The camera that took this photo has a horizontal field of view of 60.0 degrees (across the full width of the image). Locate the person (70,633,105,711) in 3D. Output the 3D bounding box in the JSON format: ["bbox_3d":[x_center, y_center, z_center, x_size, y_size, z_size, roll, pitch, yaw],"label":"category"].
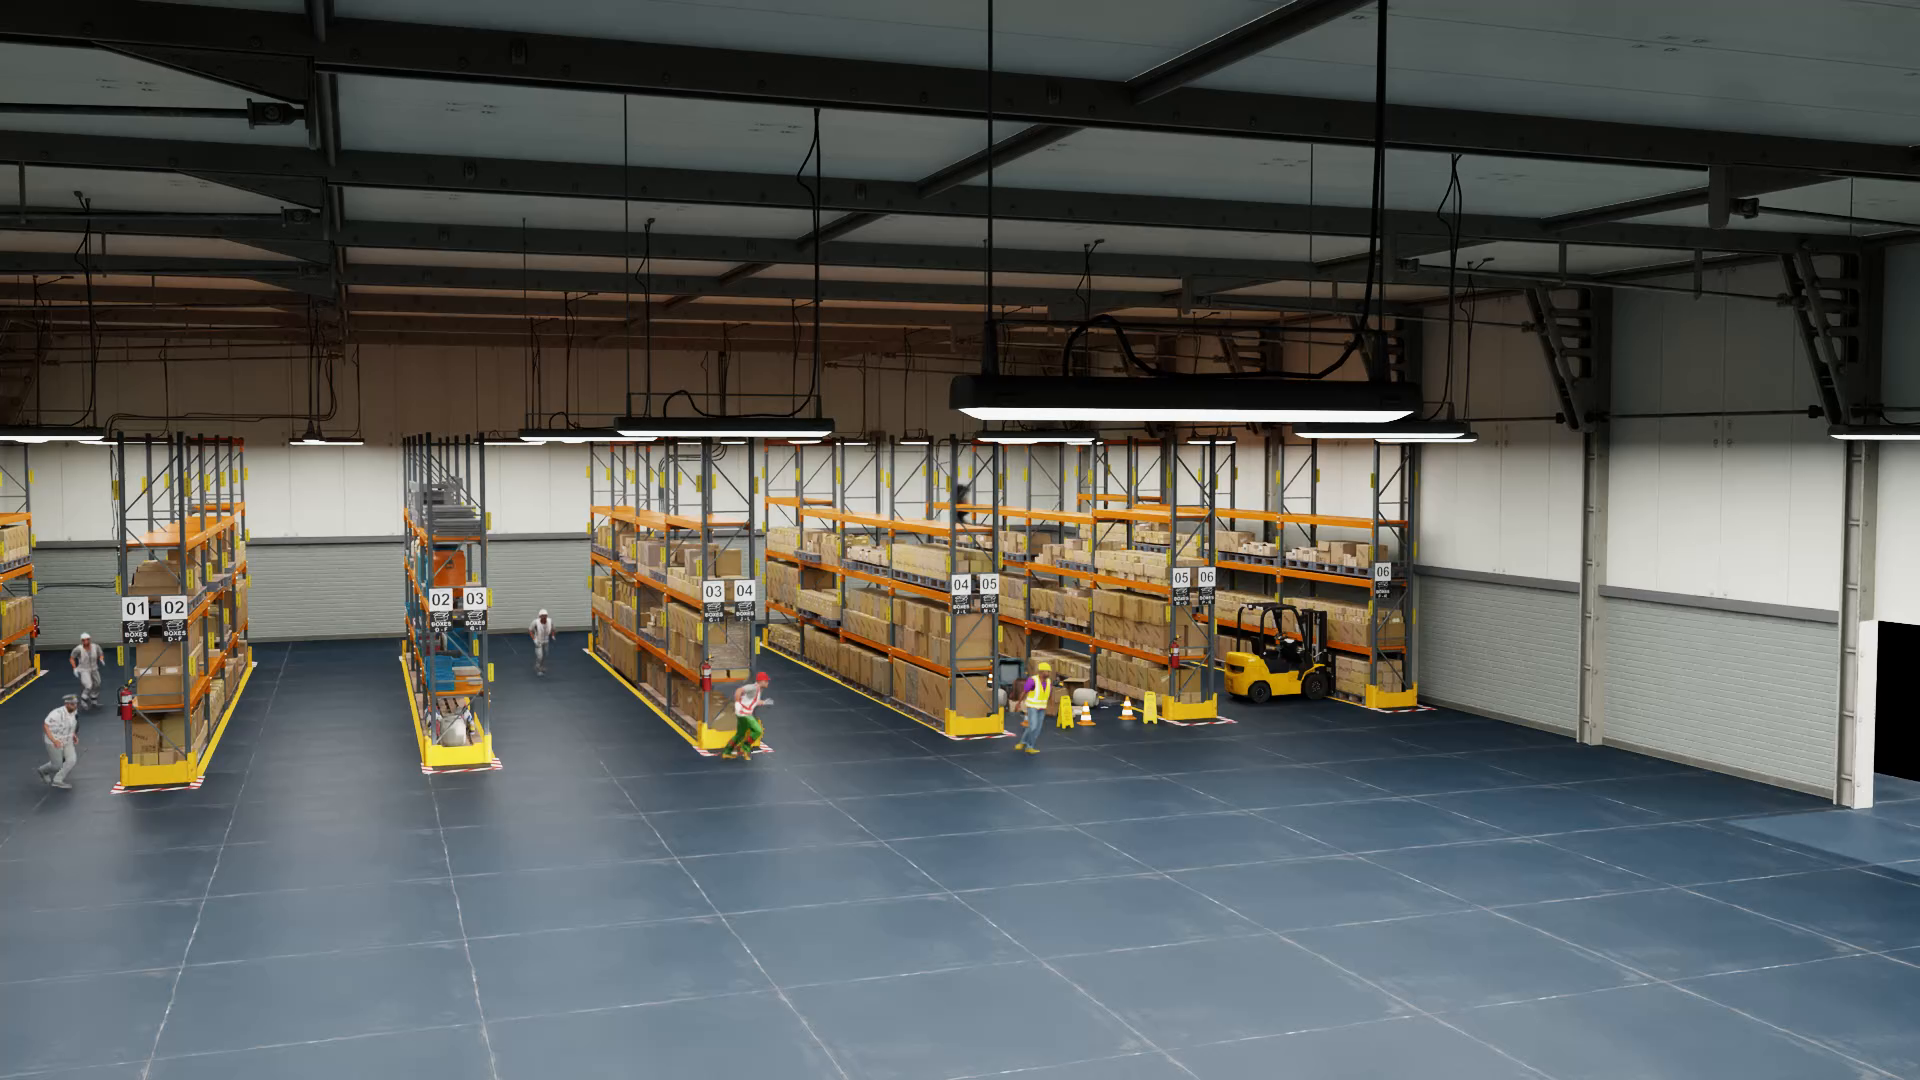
[{"bbox_3d":[-19.037,2.873,36.394,0.764,1.715,0.668,2,4,33],"label":"person"}]

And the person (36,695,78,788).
[{"bbox_3d":[-15.168,3.372,27.954,0.861,1.589,0.656,1,3,21],"label":"person"}]

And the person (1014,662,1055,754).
[{"bbox_3d":[1.419,3.140,31.074,0.716,1.727,0.606,-2,4,-38],"label":"person"}]

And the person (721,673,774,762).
[{"bbox_3d":[-3.887,3.230,30.264,0.970,1.646,0.704,0,3,7],"label":"person"}]

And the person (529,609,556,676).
[{"bbox_3d":[-10.549,2.565,41.808,0.865,1.691,0.677,3,4,44],"label":"person"}]
